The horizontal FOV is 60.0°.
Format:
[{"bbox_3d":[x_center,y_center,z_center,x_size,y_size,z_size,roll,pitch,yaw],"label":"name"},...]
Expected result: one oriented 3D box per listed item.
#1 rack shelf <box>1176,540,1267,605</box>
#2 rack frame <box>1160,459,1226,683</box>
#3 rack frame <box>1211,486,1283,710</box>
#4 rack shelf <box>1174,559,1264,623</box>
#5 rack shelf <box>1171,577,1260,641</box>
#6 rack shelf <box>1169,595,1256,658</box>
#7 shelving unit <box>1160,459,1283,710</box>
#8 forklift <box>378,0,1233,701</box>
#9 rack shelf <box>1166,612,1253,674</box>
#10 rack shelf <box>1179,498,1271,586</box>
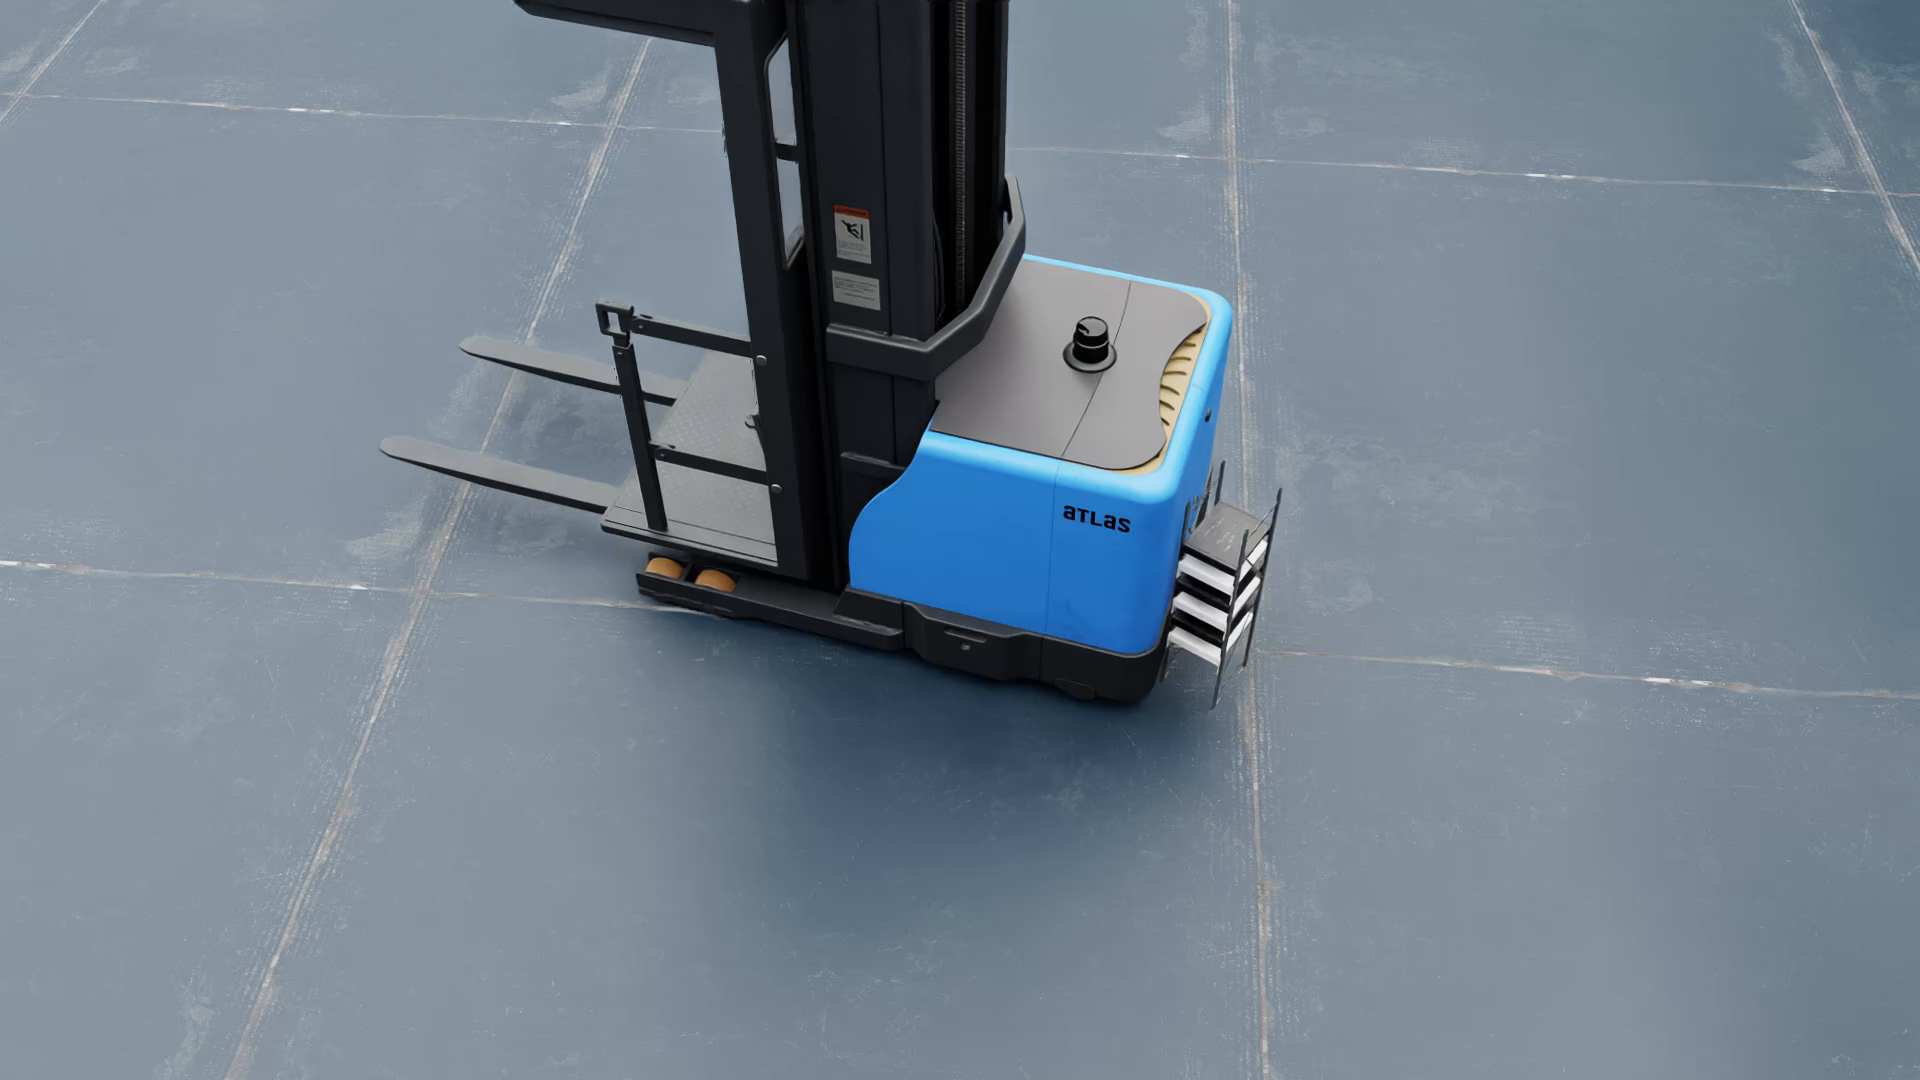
[{"bbox_3d":[0.853,0.065,5.382,0.200,0.077,0.258,28,53,23],"label":"rack shelf"},{"bbox_3d":[0.770,0.120,5.530,0.006,0.900,0.240,28,53,23],"label":"rack frame"},{"bbox_3d":[0.936,0.207,5.450,0.006,0.900,0.240,28,53,23],"label":"rack frame"},{"bbox_3d":[0.853,0.126,5.448,0.200,0.077,0.258,28,53,23],"label":"rack shelf"},{"bbox_3d":[0.853,0.186,5.515,0.200,0.077,0.258,28,53,23],"label":"rack shelf"},{"bbox_3d":[0.853,0.247,5.581,0.200,0.077,0.258,28,53,23],"label":"rack shelf"},{"bbox_3d":[0.853,0.164,5.490,0.210,0.900,0.258,28,53,23],"label":"shelving unit"},{"bbox_3d":[-0.650,-1.080,5.251,3.031,2.935,1.130,13,49,12],"label":"forklift"},{"bbox_3d":[0.853,0.308,5.648,0.200,0.077,0.258,28,53,23],"label":"rack shelf"},{"bbox_3d":[0.853,0.004,5.316,0.200,0.077,0.258,28,53,23],"label":"rack shelf"}]
